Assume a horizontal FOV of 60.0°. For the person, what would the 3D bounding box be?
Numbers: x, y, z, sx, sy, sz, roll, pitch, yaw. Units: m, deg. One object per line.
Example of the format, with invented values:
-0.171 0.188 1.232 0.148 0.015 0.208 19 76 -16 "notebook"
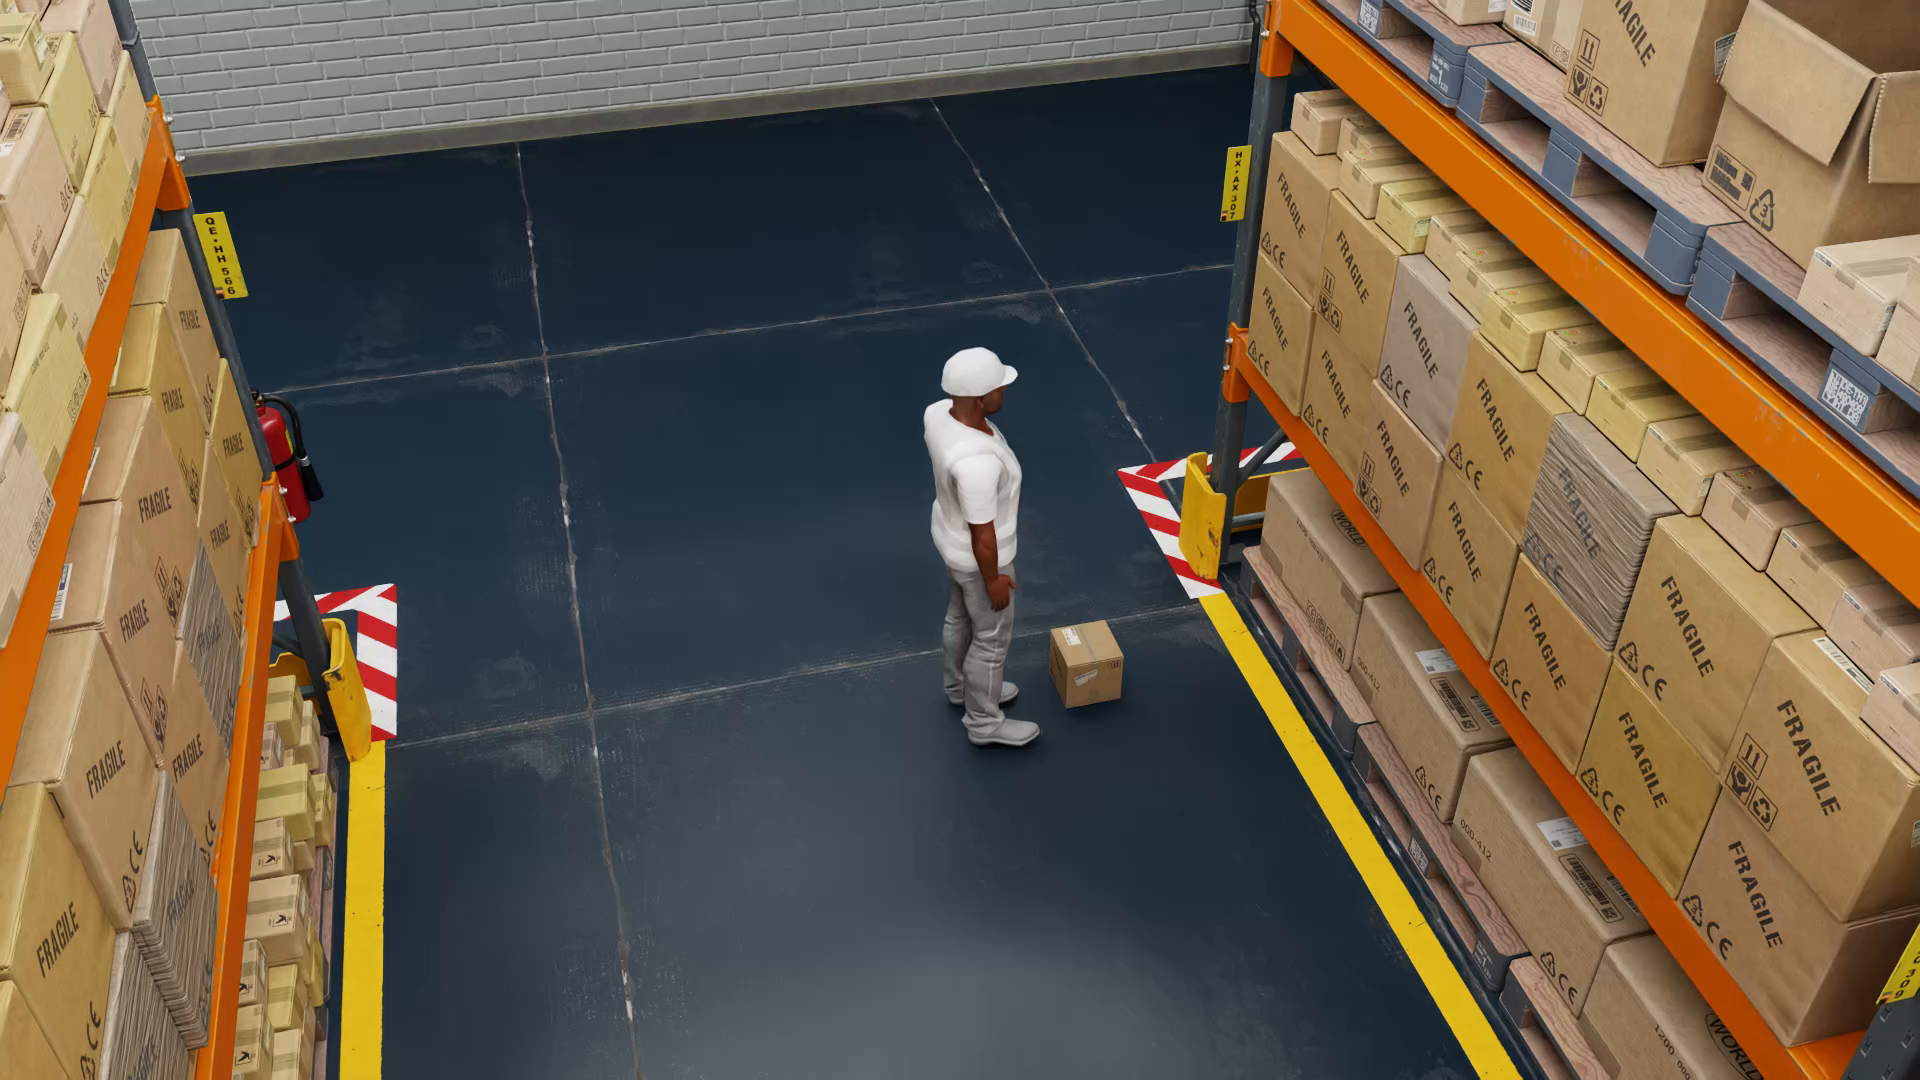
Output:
0.087 0.014 6.669 0.392 1.770 0.602 -9 39 -12 "person"
